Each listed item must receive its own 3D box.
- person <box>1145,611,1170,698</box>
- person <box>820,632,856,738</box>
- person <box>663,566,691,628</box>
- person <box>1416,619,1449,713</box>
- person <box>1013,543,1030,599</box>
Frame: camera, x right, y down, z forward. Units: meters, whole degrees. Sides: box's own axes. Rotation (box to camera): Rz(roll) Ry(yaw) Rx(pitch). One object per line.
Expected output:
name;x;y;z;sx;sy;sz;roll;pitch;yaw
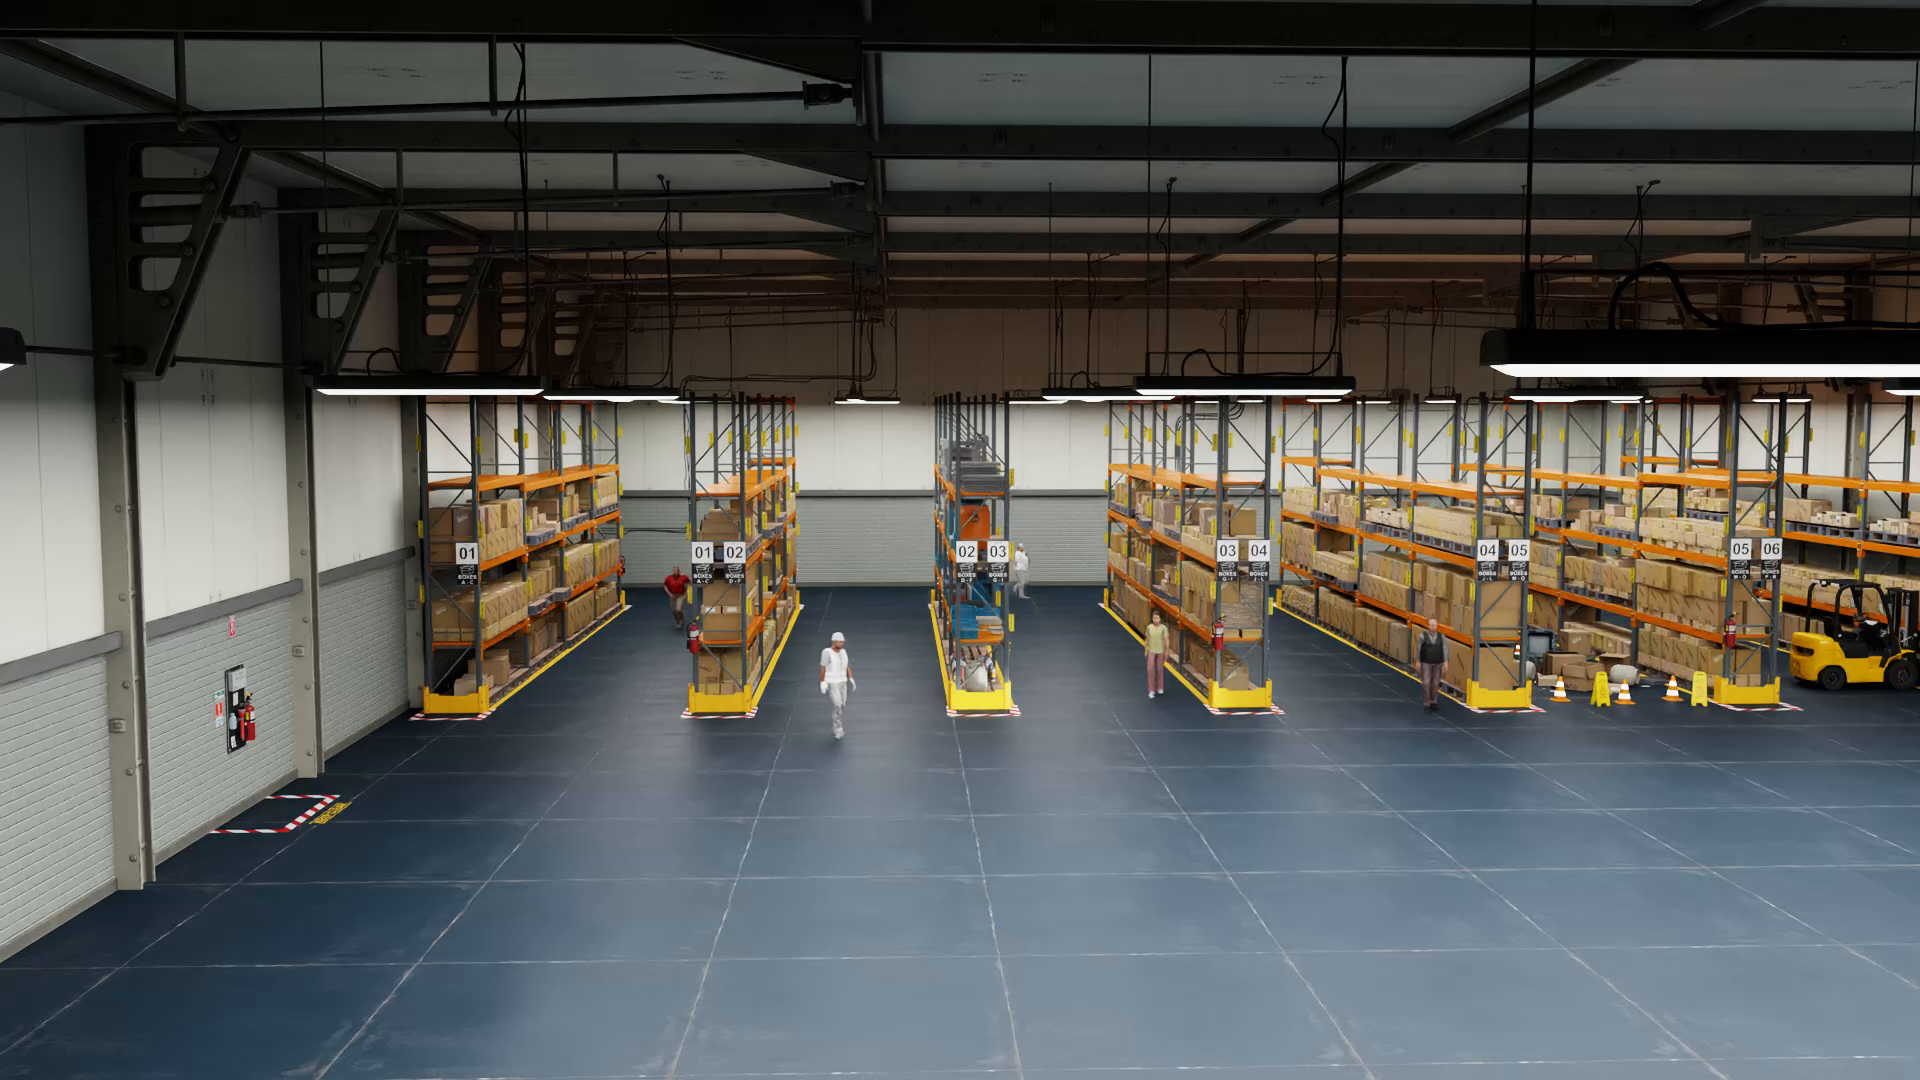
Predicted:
person;3.899;2.256;32.977;0.504;1.698;0.618;1;5;15
person;-2.106;2.541;28.976;0.517;1.851;0.582;4;6;41
person;-7.294;1.473;42.923;0.639;1.636;0.736;1;5;6
person;8.907;2.371;31.334;0.578;1.764;0.579;0;5;4
person;1.804;0.911;49.651;0.569;1.652;0.487;2;5;28
